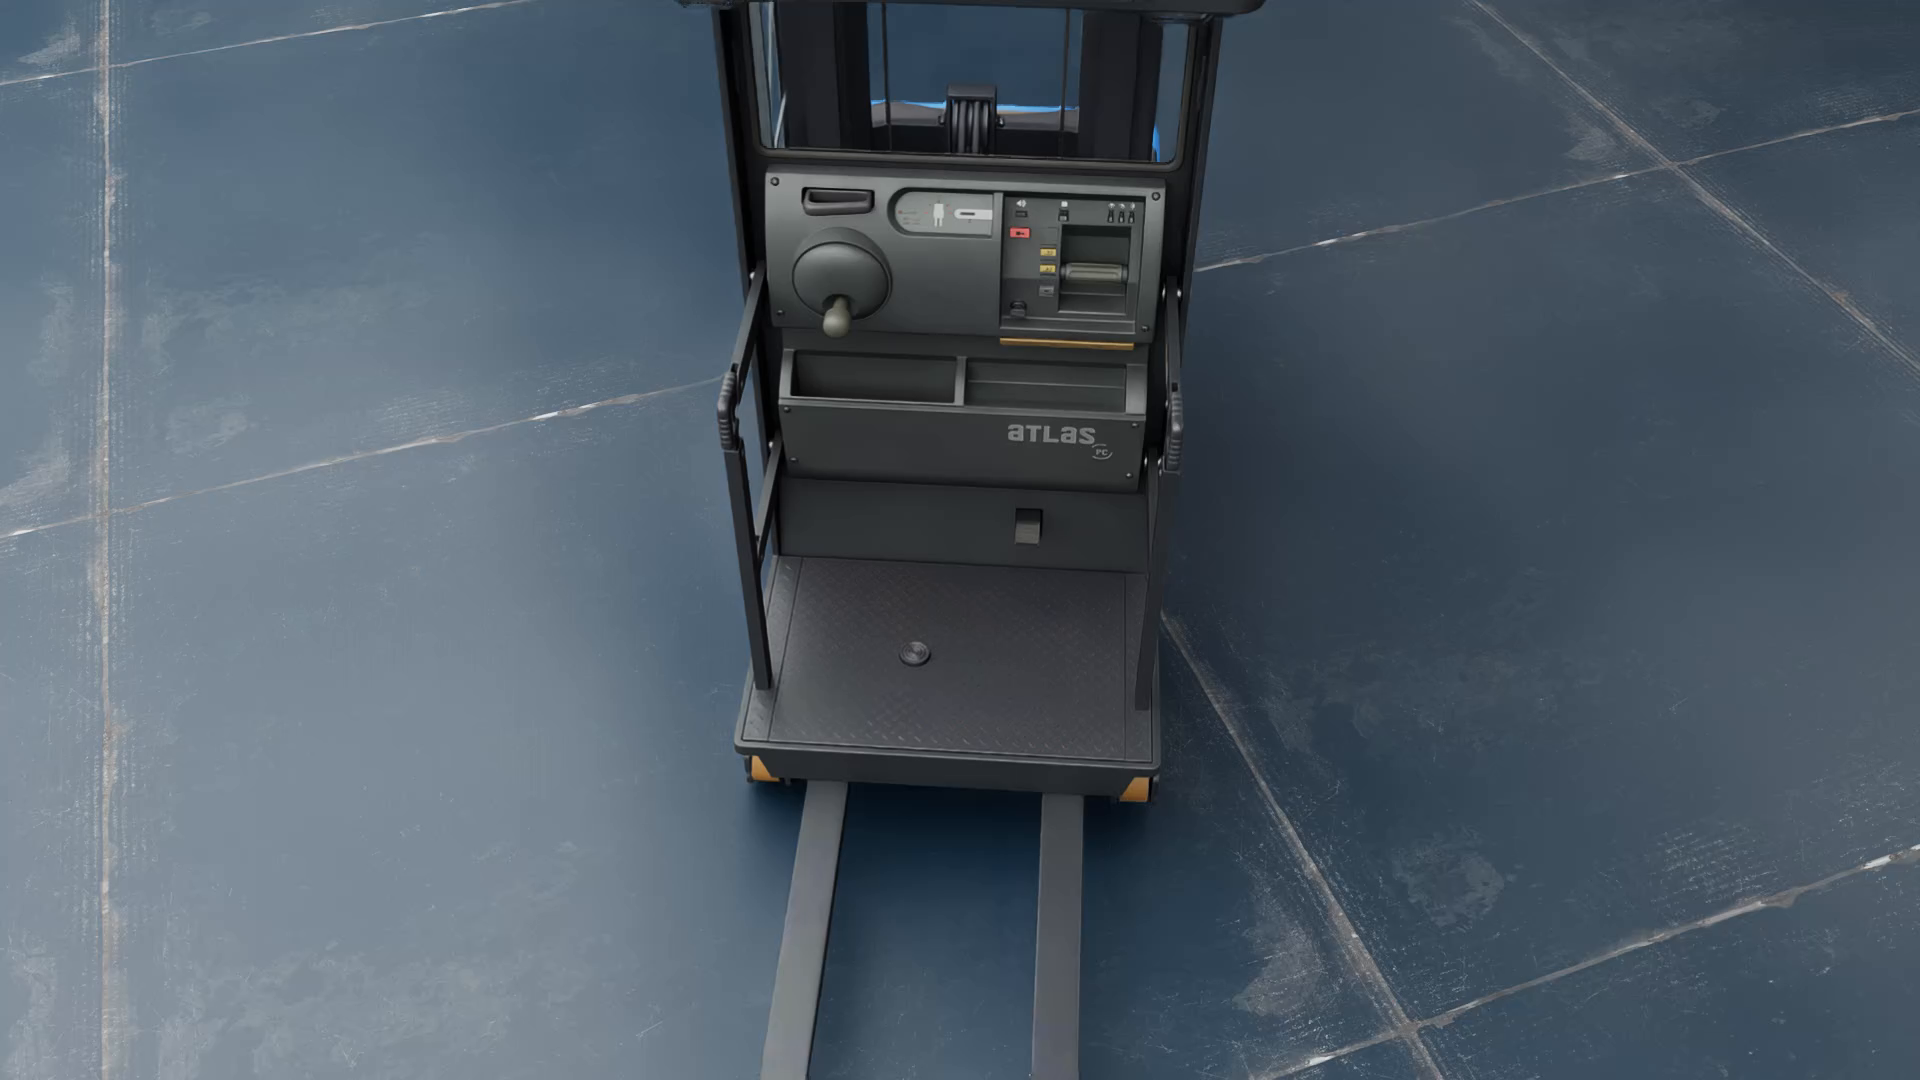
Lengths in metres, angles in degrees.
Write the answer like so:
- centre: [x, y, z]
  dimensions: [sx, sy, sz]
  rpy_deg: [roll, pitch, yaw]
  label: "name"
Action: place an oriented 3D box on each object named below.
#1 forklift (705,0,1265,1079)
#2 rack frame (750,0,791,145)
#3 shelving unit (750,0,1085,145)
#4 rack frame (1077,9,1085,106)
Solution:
- centre: [-0.004, -0.570, 3.748]
  dimensions: [1.130, 2.935, 3.031]
  rpy_deg: [3, 45, 3]
  label: "forklift"
- centre: [-0.604, -1.357, 5.544]
  dimensions: [0.032, 1.500, 0.500]
  rpy_deg: [1, 45, 1]
  label: "rack frame"
- centre: [-0.096, -1.348, 5.535]
  dimensions: [1.048, 1.500, 0.538]
  rpy_deg: [1, 45, 1]
  label: "shelving unit"
- centre: [0.412, -1.339, 5.525]
  dimensions: [0.032, 1.500, 0.500]
  rpy_deg: [1, 45, 1]
  label: "rack frame"
